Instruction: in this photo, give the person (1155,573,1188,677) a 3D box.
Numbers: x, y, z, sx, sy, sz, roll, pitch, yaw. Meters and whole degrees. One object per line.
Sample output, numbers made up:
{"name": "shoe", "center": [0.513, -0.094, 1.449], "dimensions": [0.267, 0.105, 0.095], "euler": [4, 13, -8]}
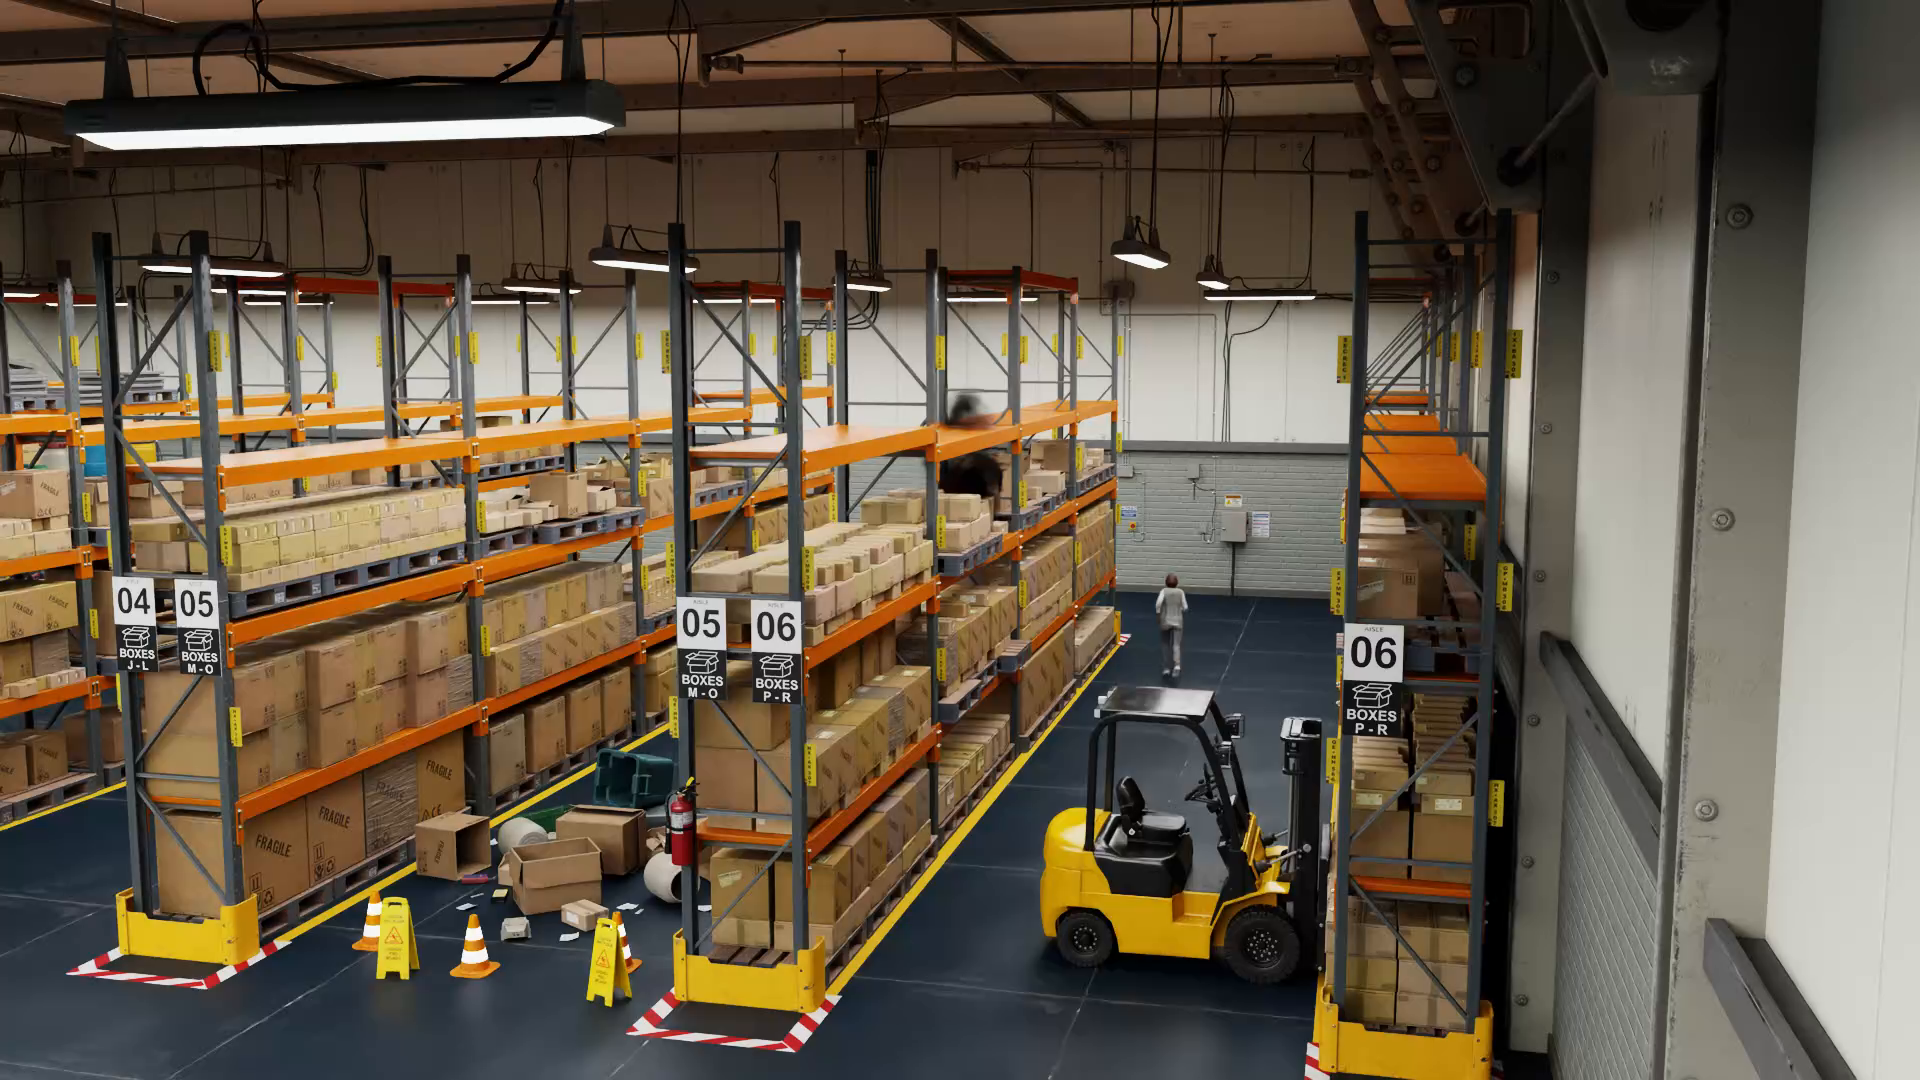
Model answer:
{"name": "person", "center": [3.198, 1.307, 25.129], "dimensions": [0.514, 1.595, 0.882], "euler": [0, 7, 2]}
